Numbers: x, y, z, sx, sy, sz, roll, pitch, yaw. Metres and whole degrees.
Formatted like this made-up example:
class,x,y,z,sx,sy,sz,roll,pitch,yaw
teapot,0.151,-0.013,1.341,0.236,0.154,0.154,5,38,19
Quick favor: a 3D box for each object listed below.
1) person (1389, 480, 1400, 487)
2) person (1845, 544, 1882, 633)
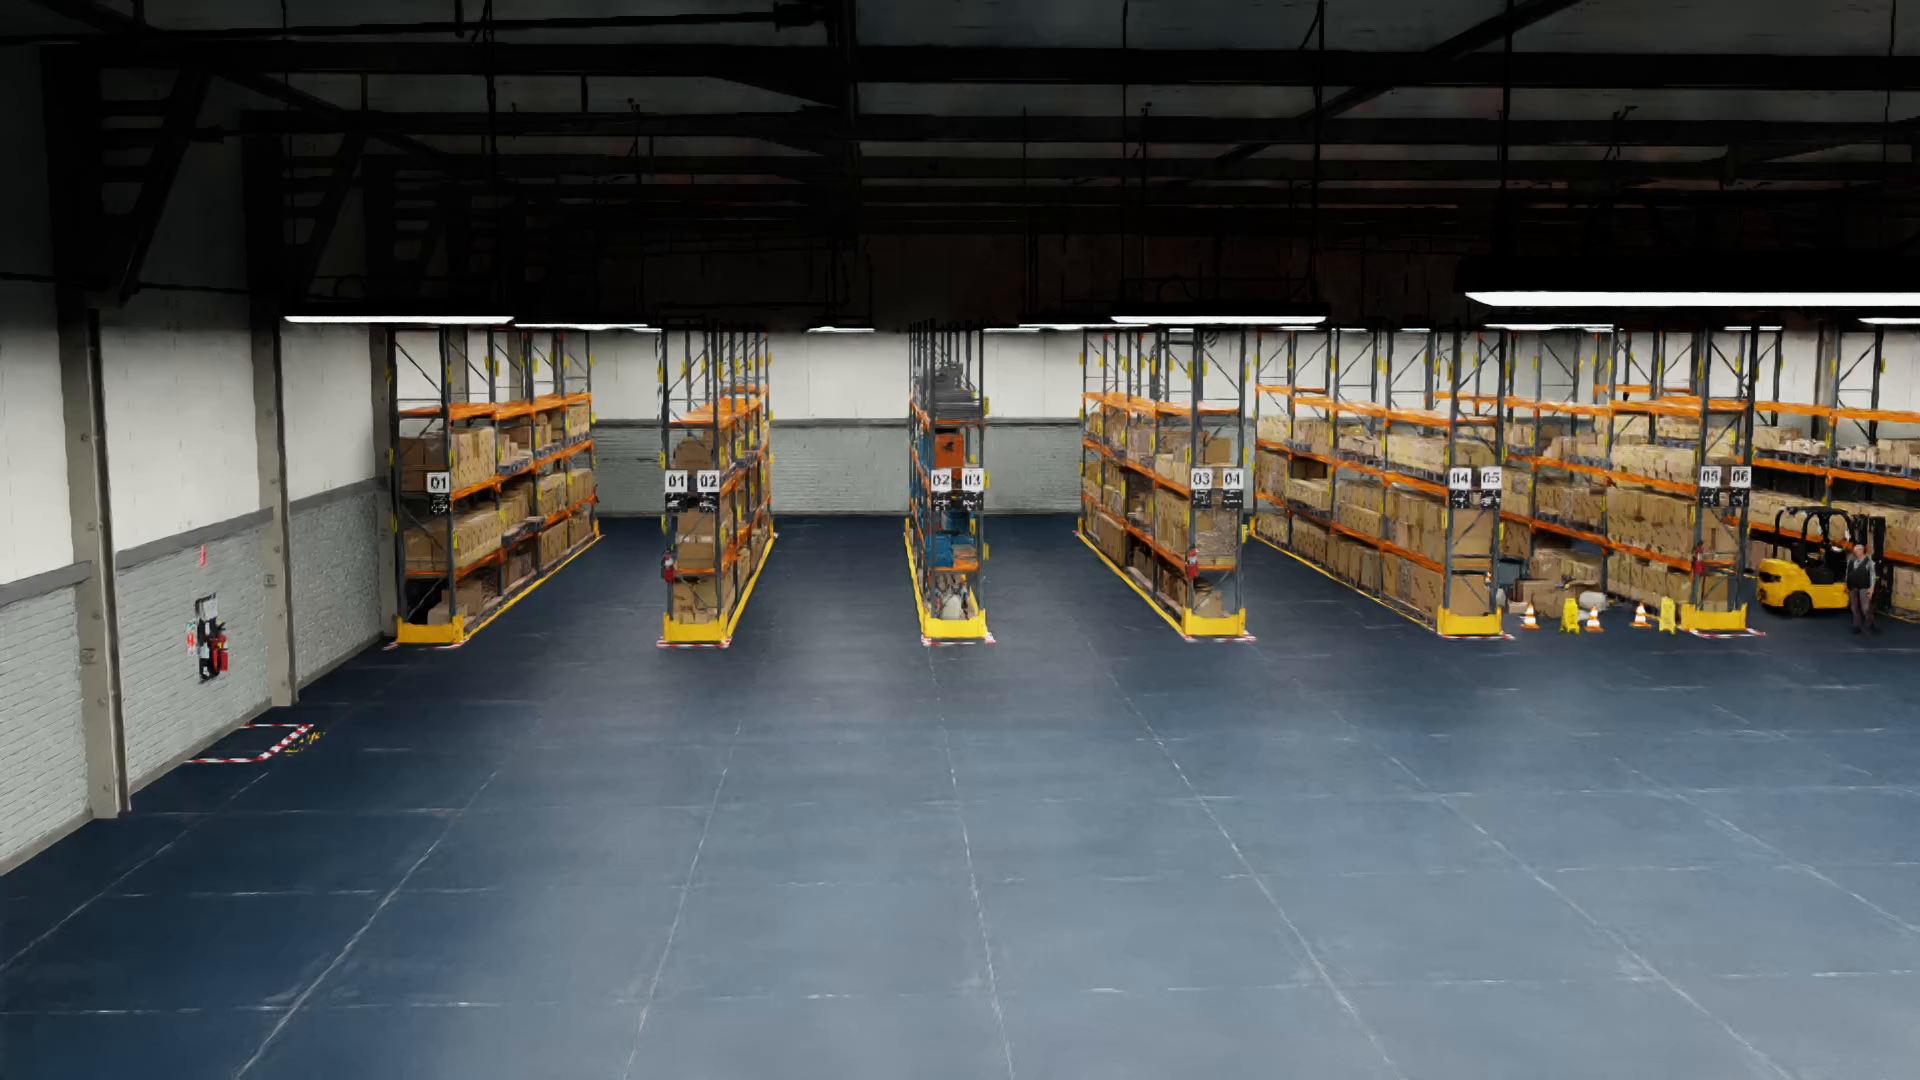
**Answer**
class,x,y,z,sx,sy,sz,roll,pitch,yaw
person,12.361,-1.061,47.772,0.623,1.789,0.677,-2,7,-18
person,17.289,0.940,31.830,0.466,1.706,0.698,-5,9,-34
